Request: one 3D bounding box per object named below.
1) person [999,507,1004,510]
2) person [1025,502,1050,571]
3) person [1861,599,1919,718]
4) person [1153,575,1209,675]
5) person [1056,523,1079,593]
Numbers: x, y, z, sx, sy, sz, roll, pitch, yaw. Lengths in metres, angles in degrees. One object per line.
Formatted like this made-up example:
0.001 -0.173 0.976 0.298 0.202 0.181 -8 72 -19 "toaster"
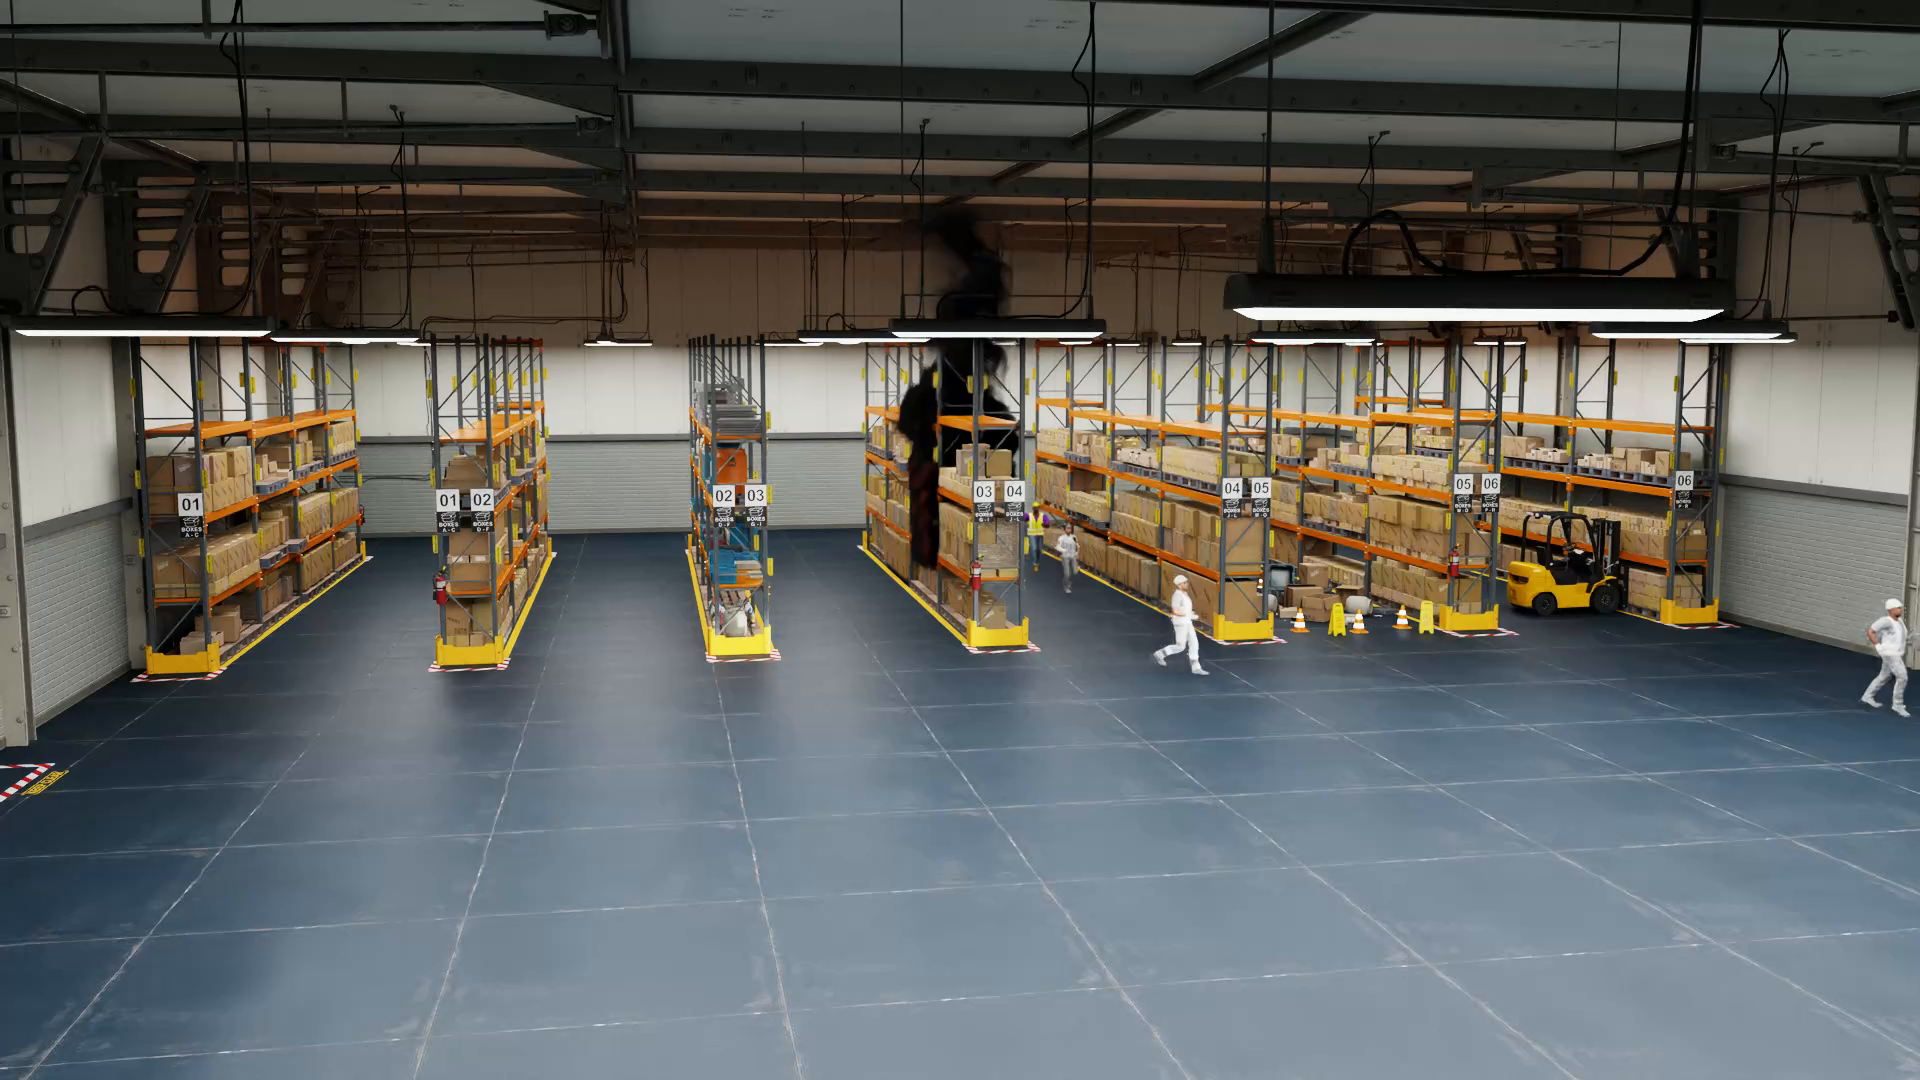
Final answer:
0.912 -0.658 48.481 0.809 1.767 0.704 4 8 32 "person"
1.970 -0.110 43.036 0.701 1.750 0.990 -1 7 -9 "person"
14.640 1.840 26.159 0.799 1.843 0.664 6 9 43 "person"
3.919 1.489 29.314 0.993 1.760 0.672 3 7 24 "person"
2.579 0.422 39.106 0.605 1.648 0.547 -2 7 -17 "person"
